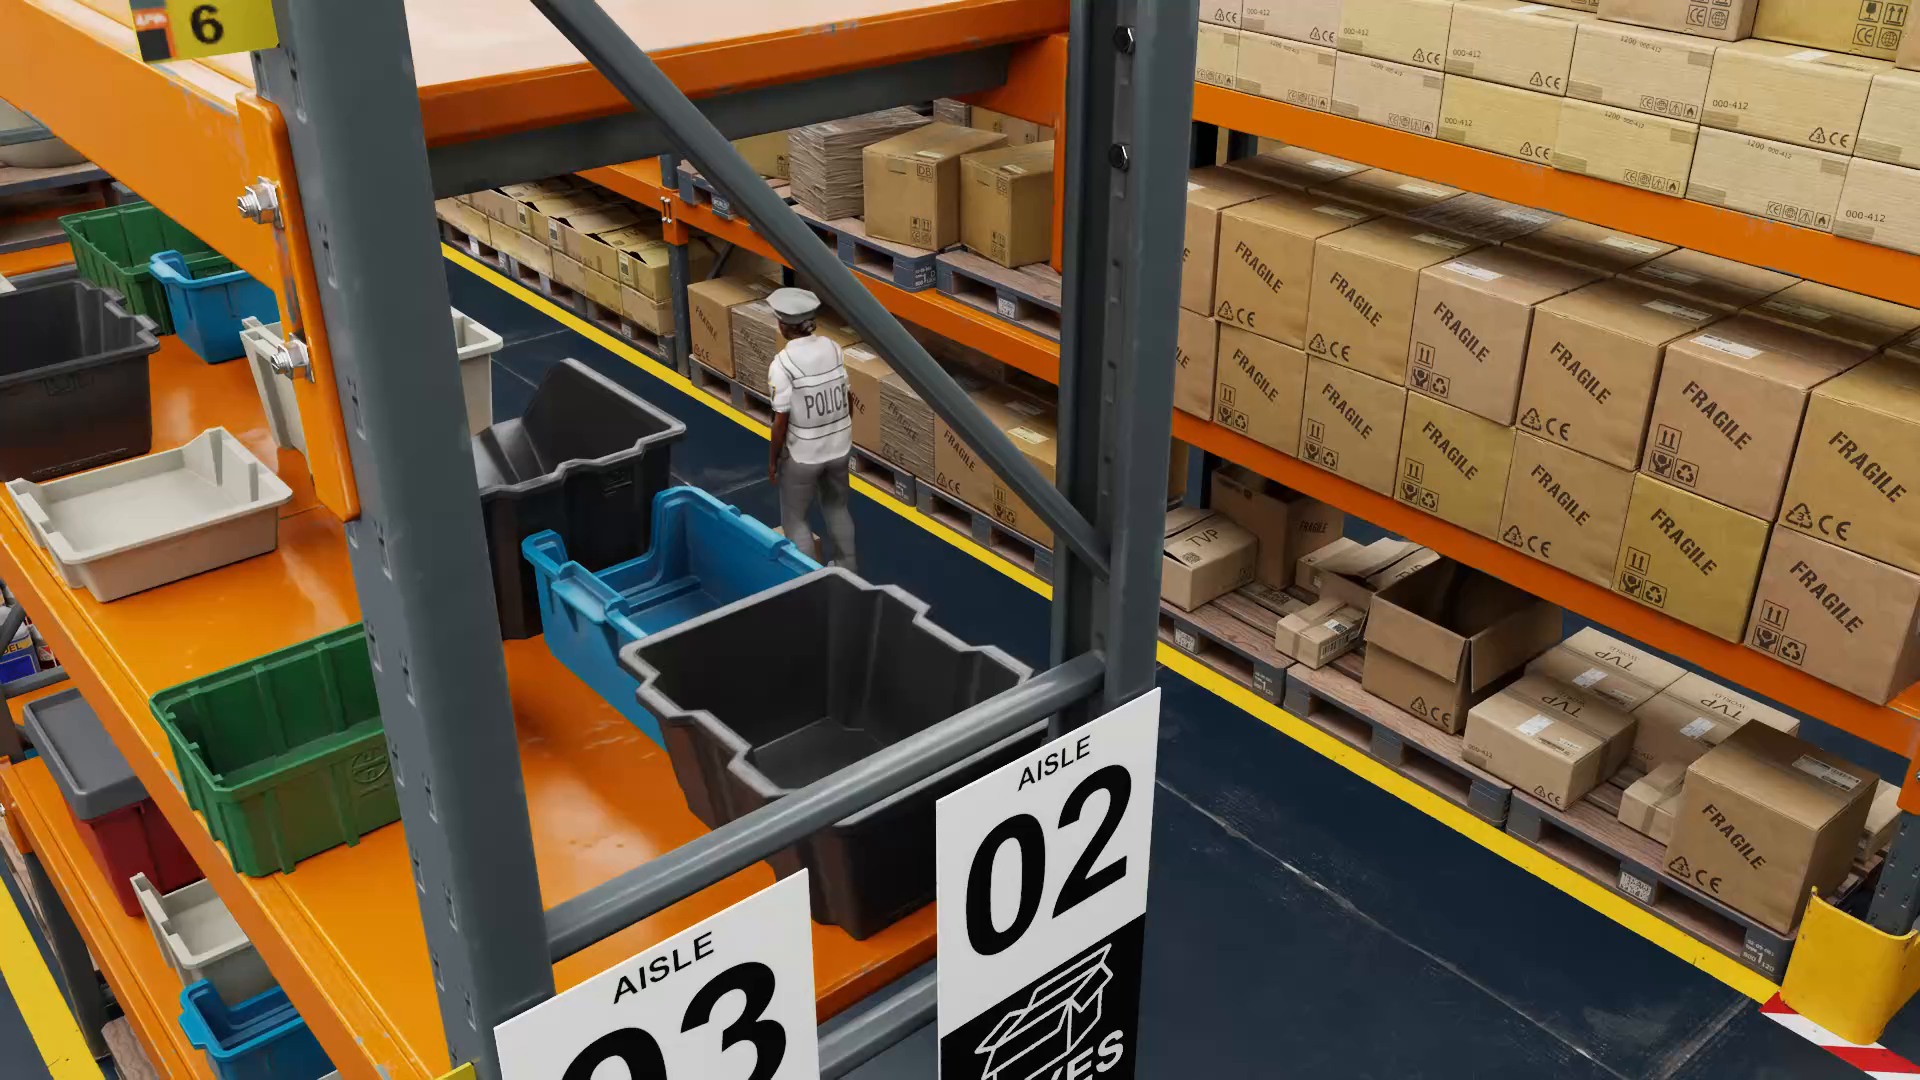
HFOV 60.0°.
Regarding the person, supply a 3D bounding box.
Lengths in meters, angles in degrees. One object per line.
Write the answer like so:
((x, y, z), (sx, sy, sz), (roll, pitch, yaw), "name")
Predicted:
((-0.752, -0.451, 8.459), (0.505, 1.659, 0.392), (-22, 35, -34), "person")
